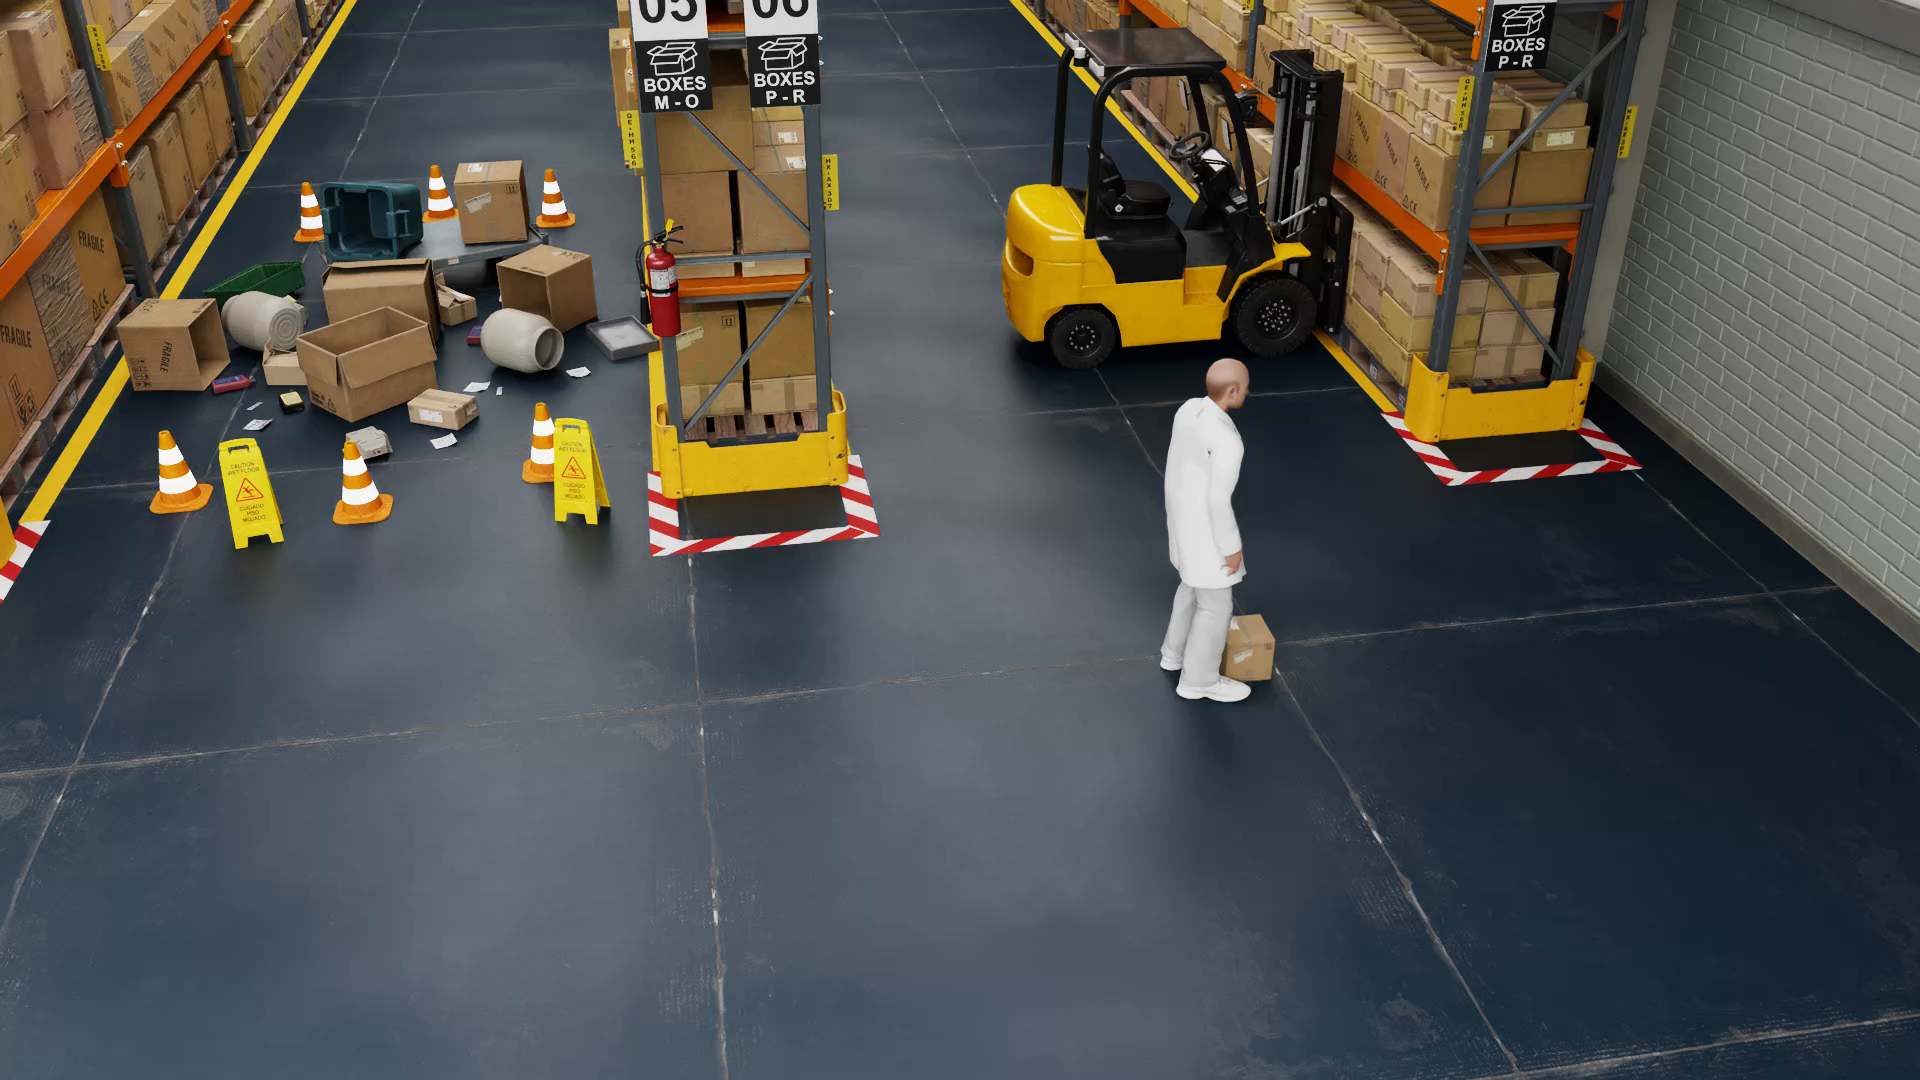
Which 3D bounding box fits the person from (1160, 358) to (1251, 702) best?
[{"bbox_3d":[1.231,-0.068,8.274,0.429,1.772,0.646,-7,31,-12],"label":"person"}]
